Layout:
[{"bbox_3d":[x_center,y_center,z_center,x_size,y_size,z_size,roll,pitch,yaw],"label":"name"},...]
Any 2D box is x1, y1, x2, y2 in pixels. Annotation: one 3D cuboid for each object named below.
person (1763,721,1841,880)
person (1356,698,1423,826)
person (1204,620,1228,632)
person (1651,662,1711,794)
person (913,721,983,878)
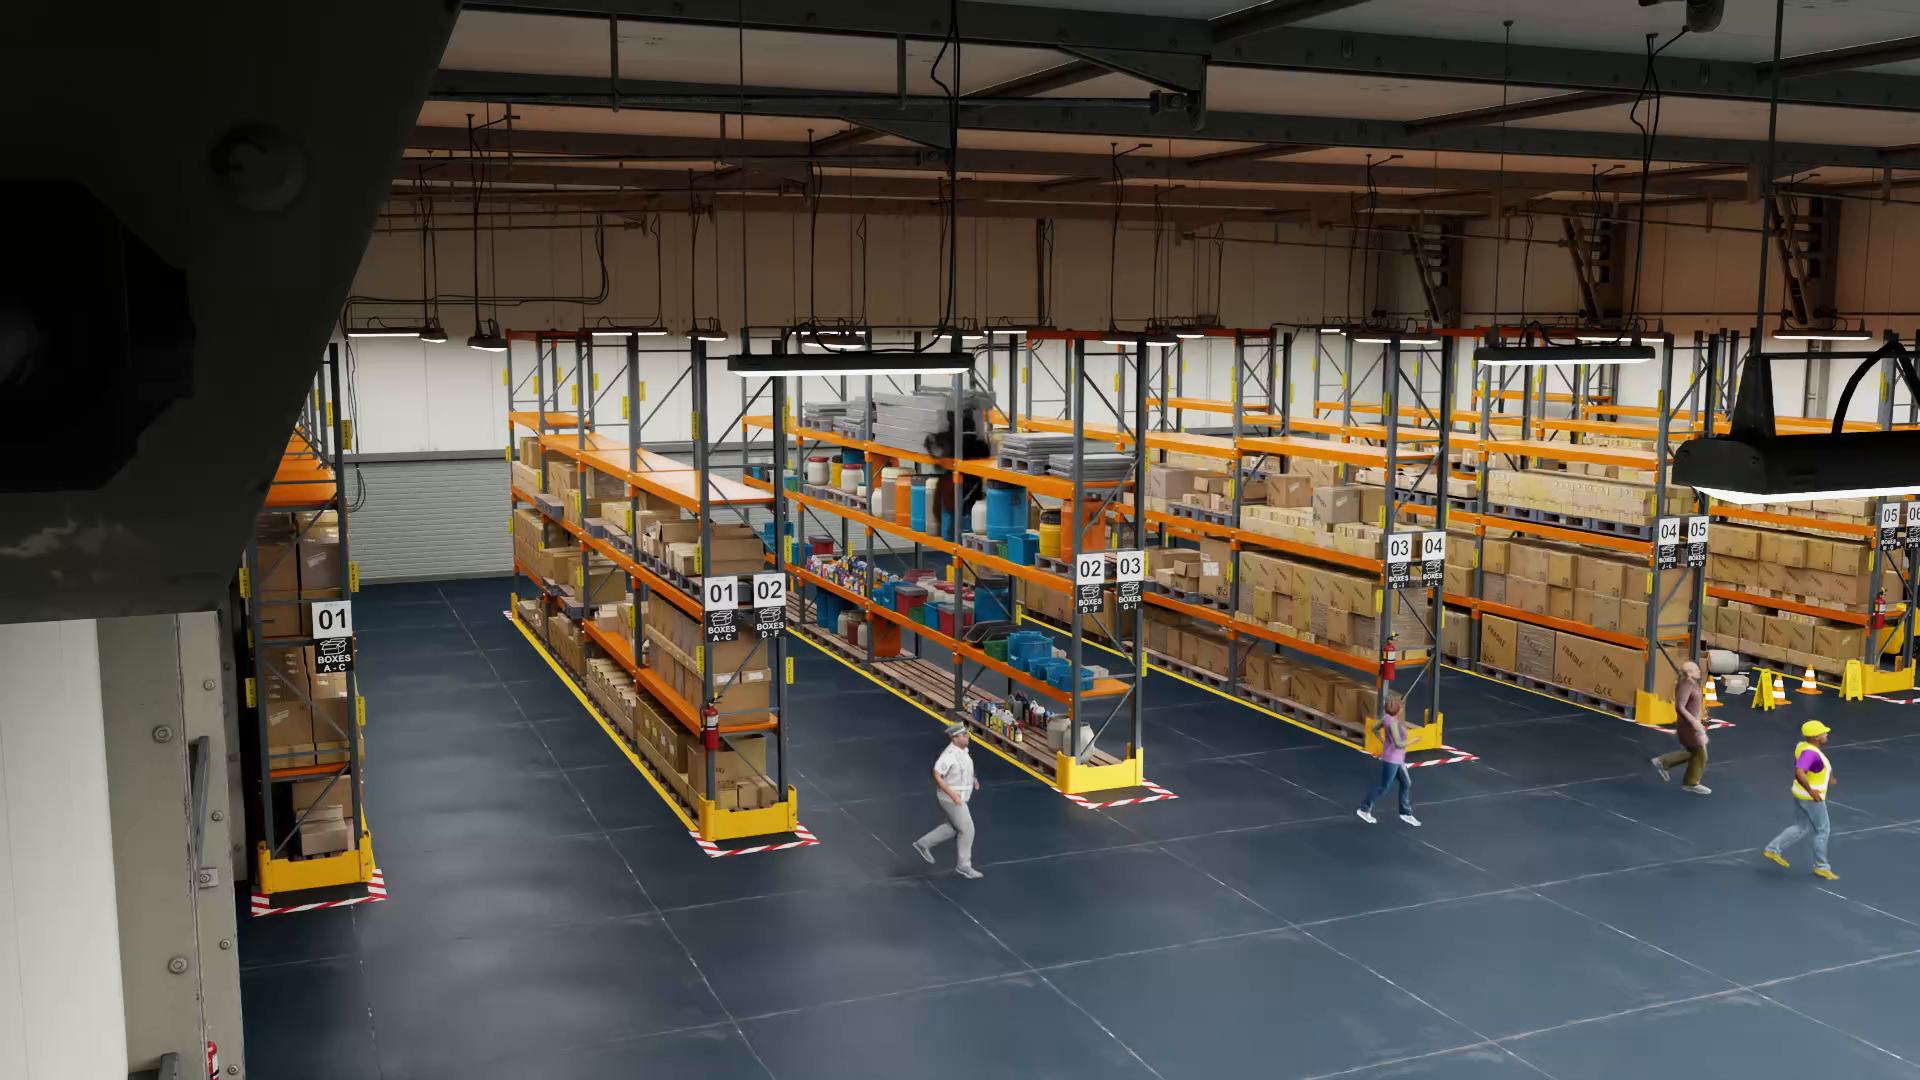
[{"bbox_3d":[9.553,2.927,18.768,0.807,1.817,0.704,2,8,12],"label":"person"},{"bbox_3d":[5.309,2.743,20.513,0.789,1.627,0.519,2,8,12],"label":"person"},{"bbox_3d":[5.168,1.038,33.275,0.548,1.558,0.712,-4,9,-26],"label":"person"},{"bbox_3d":[9.623,2.478,22.103,0.761,1.763,0.706,3,8,19],"label":"person"},{"bbox_3d":[-0.139,2.919,18.807,0.828,1.820,0.657,2,8,11],"label":"person"}]
